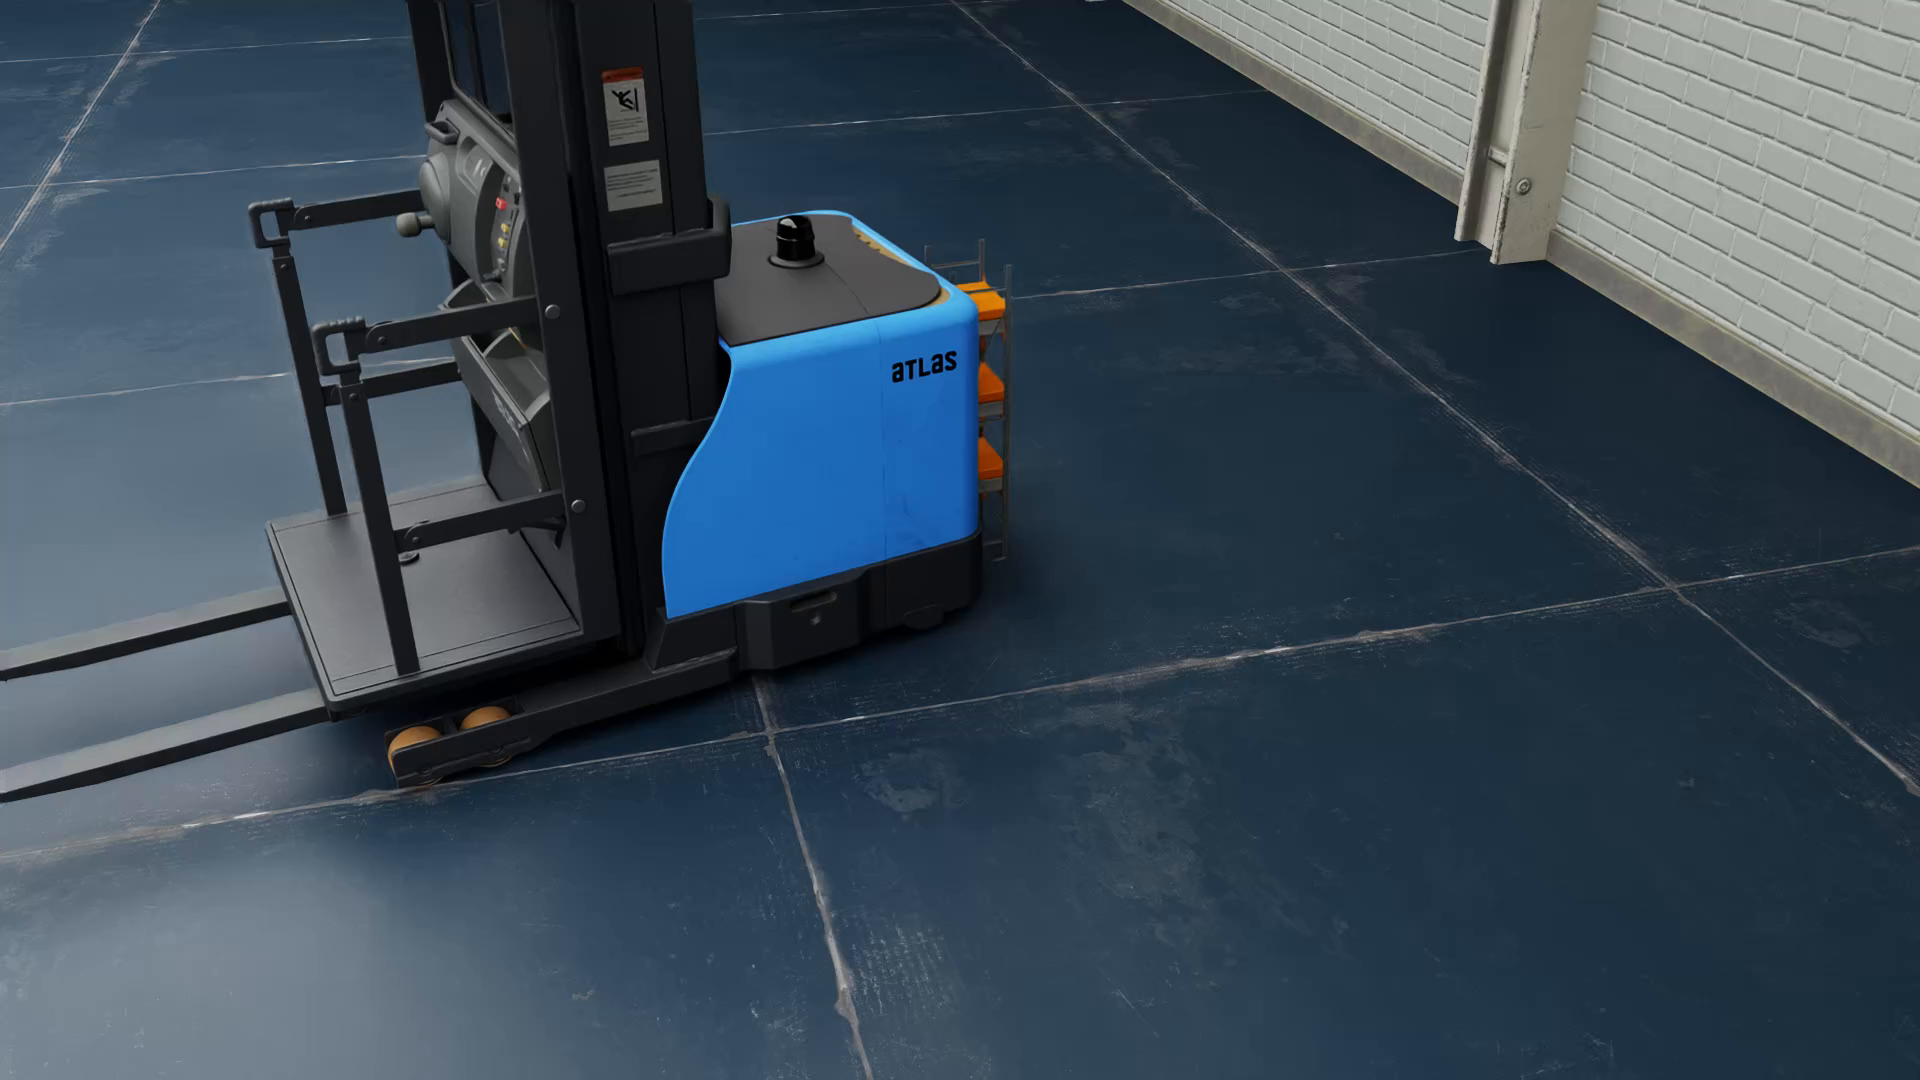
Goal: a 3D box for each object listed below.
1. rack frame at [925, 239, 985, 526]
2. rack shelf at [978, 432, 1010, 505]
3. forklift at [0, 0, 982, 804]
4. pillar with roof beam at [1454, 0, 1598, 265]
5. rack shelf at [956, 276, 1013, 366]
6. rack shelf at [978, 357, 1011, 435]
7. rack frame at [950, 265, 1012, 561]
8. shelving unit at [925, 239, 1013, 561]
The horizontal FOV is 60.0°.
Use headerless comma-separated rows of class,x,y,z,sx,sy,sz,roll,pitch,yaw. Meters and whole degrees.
rack frame,-0.016,-0.491,5.550,0.200,1.050,0.008,-10,31,-16
rack shelf,0.024,-0.183,5.595,0.215,0.259,0.240,-10,31,-16
forklift,-1.473,-0.890,4.361,3.031,2.935,1.130,-15,33,-24
pillar with roof beam,-1.461,-4.773,5.013,9.100,9.000,0.400,-8,31,-13
rack shelf,0.024,-0.670,5.314,0.215,0.259,0.240,-10,31,-16
rack shelf,0.024,-0.424,5.456,0.215,0.259,0.240,-10,31,-16
rack frame,0.064,-0.376,5.350,0.200,1.050,0.008,-10,31,-16
shelving unit,0.024,-0.433,5.450,0.215,1.050,0.252,-10,31,-16
